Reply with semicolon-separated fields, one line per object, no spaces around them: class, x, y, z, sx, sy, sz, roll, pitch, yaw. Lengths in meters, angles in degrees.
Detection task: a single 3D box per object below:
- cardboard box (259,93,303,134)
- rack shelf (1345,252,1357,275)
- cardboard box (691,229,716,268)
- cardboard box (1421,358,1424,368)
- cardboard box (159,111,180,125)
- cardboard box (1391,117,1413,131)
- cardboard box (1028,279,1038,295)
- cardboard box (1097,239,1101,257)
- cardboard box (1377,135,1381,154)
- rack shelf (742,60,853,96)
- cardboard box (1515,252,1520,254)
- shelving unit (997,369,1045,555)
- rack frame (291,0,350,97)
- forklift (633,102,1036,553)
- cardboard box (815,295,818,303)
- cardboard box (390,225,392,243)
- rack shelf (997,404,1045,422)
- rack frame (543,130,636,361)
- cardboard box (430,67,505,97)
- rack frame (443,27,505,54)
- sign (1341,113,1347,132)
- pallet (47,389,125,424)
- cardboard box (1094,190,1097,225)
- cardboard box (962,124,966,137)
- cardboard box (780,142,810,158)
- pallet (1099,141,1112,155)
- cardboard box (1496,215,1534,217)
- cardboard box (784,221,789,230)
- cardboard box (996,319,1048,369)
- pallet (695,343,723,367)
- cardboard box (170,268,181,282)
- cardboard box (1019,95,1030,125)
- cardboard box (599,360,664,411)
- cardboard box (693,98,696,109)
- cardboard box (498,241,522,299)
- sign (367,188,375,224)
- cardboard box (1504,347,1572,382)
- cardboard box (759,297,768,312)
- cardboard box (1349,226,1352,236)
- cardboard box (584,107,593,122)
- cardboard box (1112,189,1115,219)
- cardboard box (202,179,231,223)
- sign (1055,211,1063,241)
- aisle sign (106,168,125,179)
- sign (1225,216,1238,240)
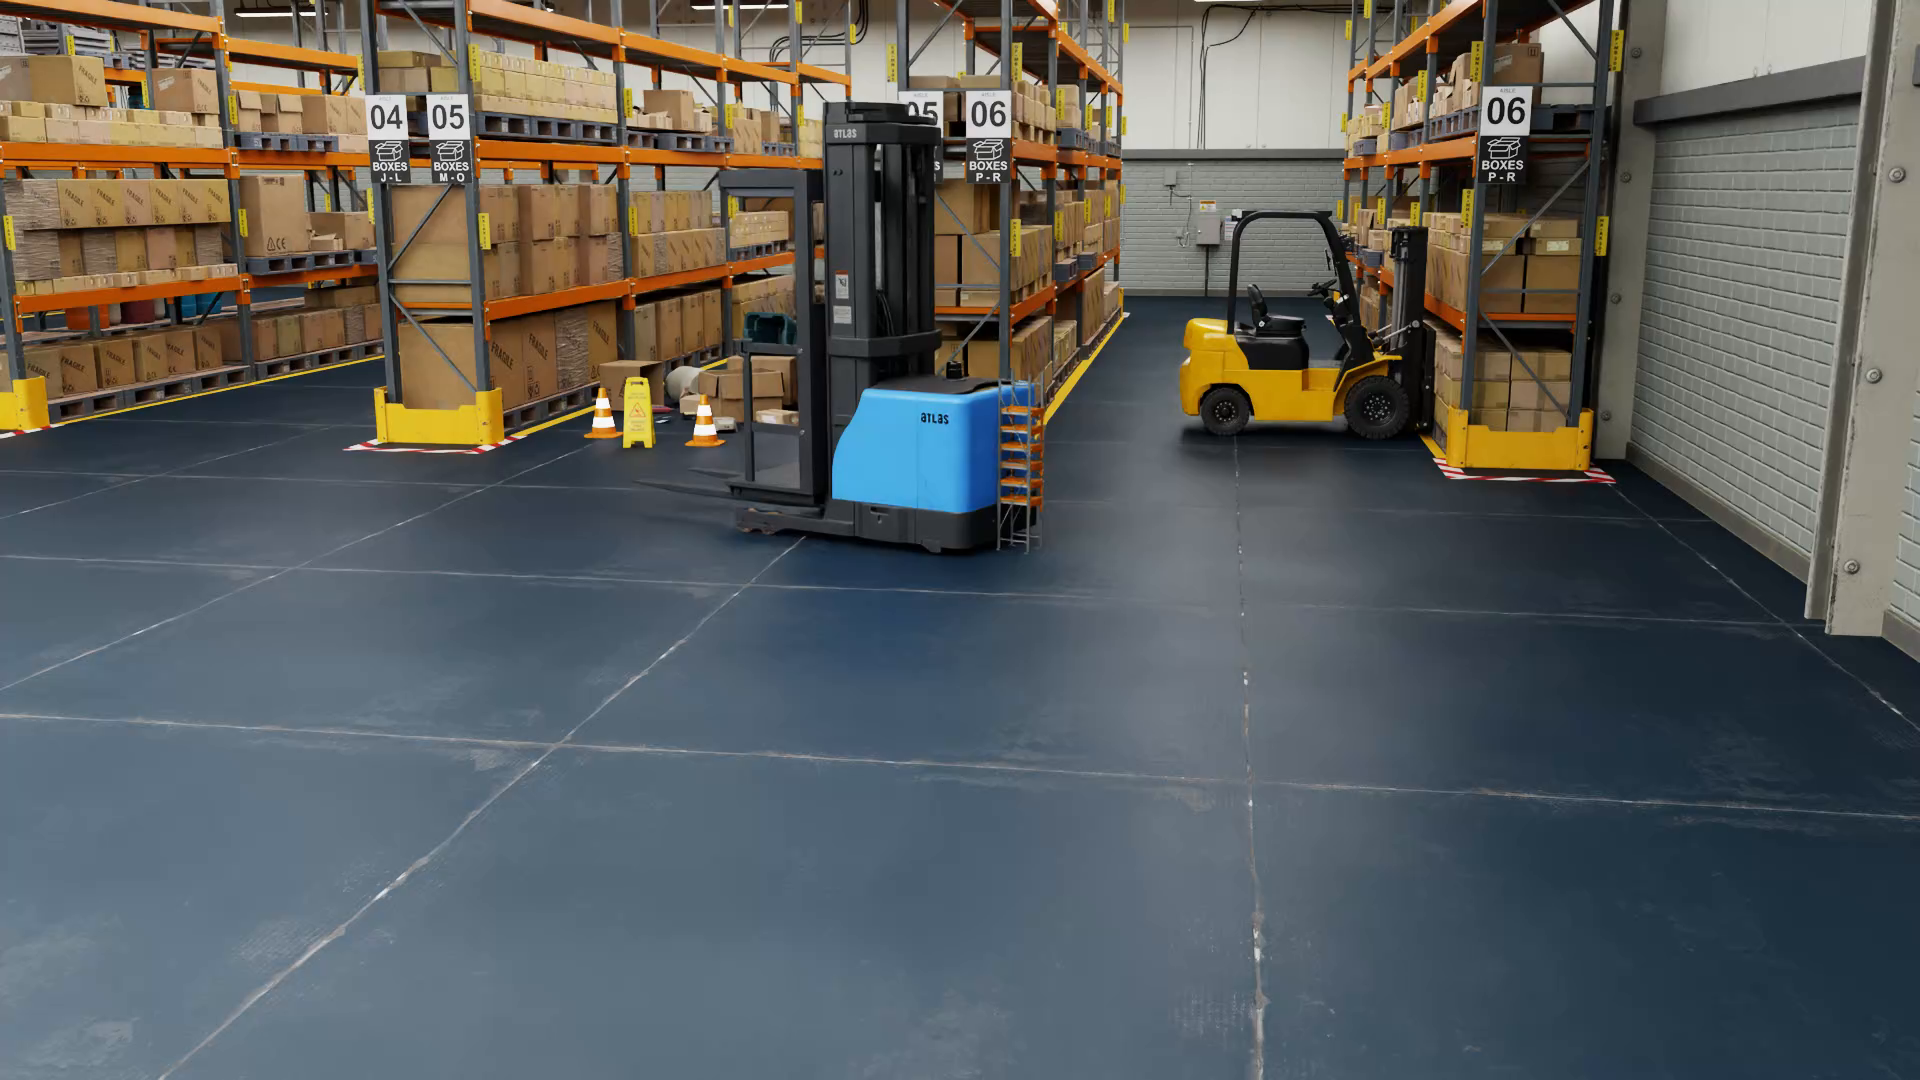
cardboard box;-8.910;-5.447;21.284;0.797;0.503;0.637;2;12;11
rack shelf;7.011;-4.683;27.809;1.077;0.370;4.000;2;12;9
cardboard box;-3.606;-3.927;22.359;0.500;0.500;0.500;2;12;9
cardboard box;4.929;-1.758;16.875;0.500;0.250;0.500;2;12;8
cardboard box;-9.090;-4.779;18.836;0.380;0.149;0.250;1;12;7
cardboard box;5.734;-5.329;21.300;0.380;0.166;0.250;2;12;9
cardboard box;0.594;-2.594;17.008;0.380;0.149;0.250;2;12;9
cardboard box;1.899;-4.497;25.596;0.500;0.250;0.500;2;12;8
cardboard box;6.080;-5.502;23.138;0.500;0.250;0.500;2;12;9
rack shelf;-2.801;-7.913;28.566;1.077;0.370;4.000;2;12;9
cardboard box;5.266;-2.372;15.143;0.500;0.500;0.500;2;12;10
shelving unit;0.402;-0.518;11.051;0.258;1.200;0.189;7;14;29
rack frame;-12.273;-9.025;32.010;1.000;3.000;0.127;2;12;9
forklift;-0.992;-1.554;11.748;3.031;2.935;1.130;7;14;31
cardboard box;-2.675;-4.159;28.738;0.380;0.149;0.250;2;12;11
cardboard box;-8.266;-4.408;24.588;0.500;0.500;0.500;2;12;10
rack shelf;0.402;-0.827;10.985;0.258;0.103;0.180;7;14;29
rack frame;-4.339;-3.252;19.463;1.000;3.000;0.127;2;12;9
cardboard box;-4.626;-4.304;15.640;0.500;0.250;0.500;2;12;9
rack frame;-7.994;-8.032;27.401;1.000;3.000;0.127;2;12;9
sign;6.782;-7.362;29.338;0.100;0.325;0.005;2;12;9
pallet;-9.668;-1.422;17.589;1.003;0.211;1.213;2;12;9
cardboard box;1.743;-4.893;24.469;0.500;0.500;0.500;2;12;10
cardboard box;-0.084;-3.864;15.781;0.380;0.149;0.250;2;12;9
cardboard box;-2.777;-6.398;27.297;0.500;0.250;0.500;3;12;12
pallet;1.934;-6.371;27.026;1.003;0.211;1.213;2;12;9
cardboard box;5.493;-3.122;16.377;0.380;0.149;0.250;2;12;8
cardboard box;-2.975;-5.056;26.727;0.380;0.149;0.250;2;12;10
cardboard box;0.665;-2.103;17.879;0.500;0.500;0.500;2;12;10
pallet;-3.920;-2.560;22.870;1.003;0.211;1.213;2;12;9
cardboard box;-9.210;-3.051;19.128;0.380;0.149;0.250;2;12;9
cardboard box;0.380;-4.019;15.552;0.500;0.250;0.500;2;12;8
cardboard box;-3.564;-1.675;18.072;0.500;0.500;0.500;4;13;18
cardboard box;-3.918;-6.067;23.349;0.396;0.266;0.258;2;12;9
cardboard box;-4.879;-2.686;16.483;0.875;0.550;0.550;2;12;9
sign;-5.488;-3.122;15.547;0.100;0.325;0.005;2;12;9
cardboard box;5.119;-1.564;14.786;0.500;0.250;0.500;2;12;8
cardboard box;-3.215;-3.419;25.173;0.500;0.500;0.500;2;12;7
cardboard box;6.773;-5.119;27.777;0.500;0.250;0.500;2;12;7
cardboard box;-4.195;-4.604;17.978;0.380;0.149;0.250;2;12;9
cardboard box;2.364;-5.723;28.318;0.500;0.500;0.500;2;12;8
cardboard box;-9.022;-4.014;19.683;0.500;0.500;0.500;2;12;9
sign;1.105;-3.520;18.651;0.100;0.325;0.005;2;12;9
aisle sign;-16.854;-7.529;33.136;0.394;0.787;0.004;2;12;9
sign;5.830;-6.667;35.536;0.329;0.494;0.001;2;12;9
